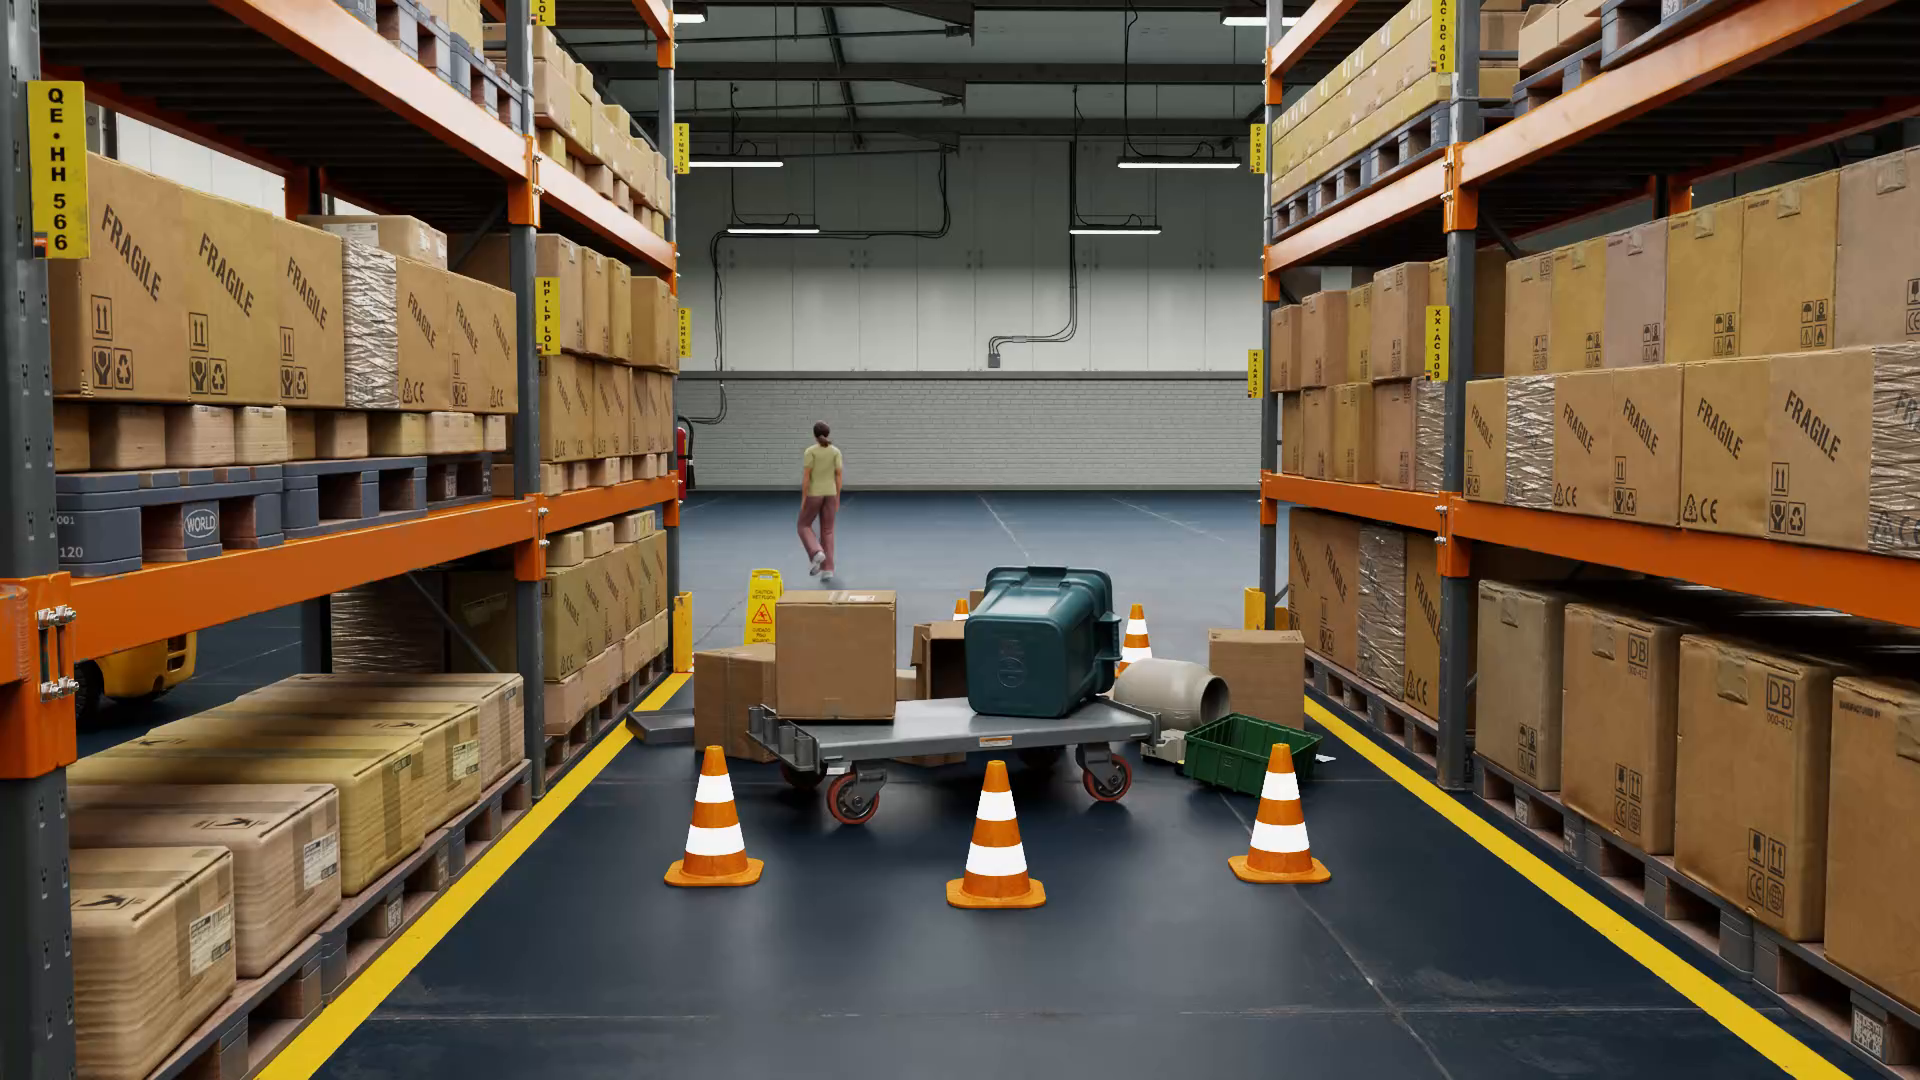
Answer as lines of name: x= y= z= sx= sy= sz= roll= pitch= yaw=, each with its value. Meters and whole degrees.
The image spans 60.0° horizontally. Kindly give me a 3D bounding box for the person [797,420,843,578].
person: x=-1.478 y=-0.433 z=17.606 sx=0.462 sy=1.666 sz=0.467 roll=-1 pitch=4 yaw=-21
